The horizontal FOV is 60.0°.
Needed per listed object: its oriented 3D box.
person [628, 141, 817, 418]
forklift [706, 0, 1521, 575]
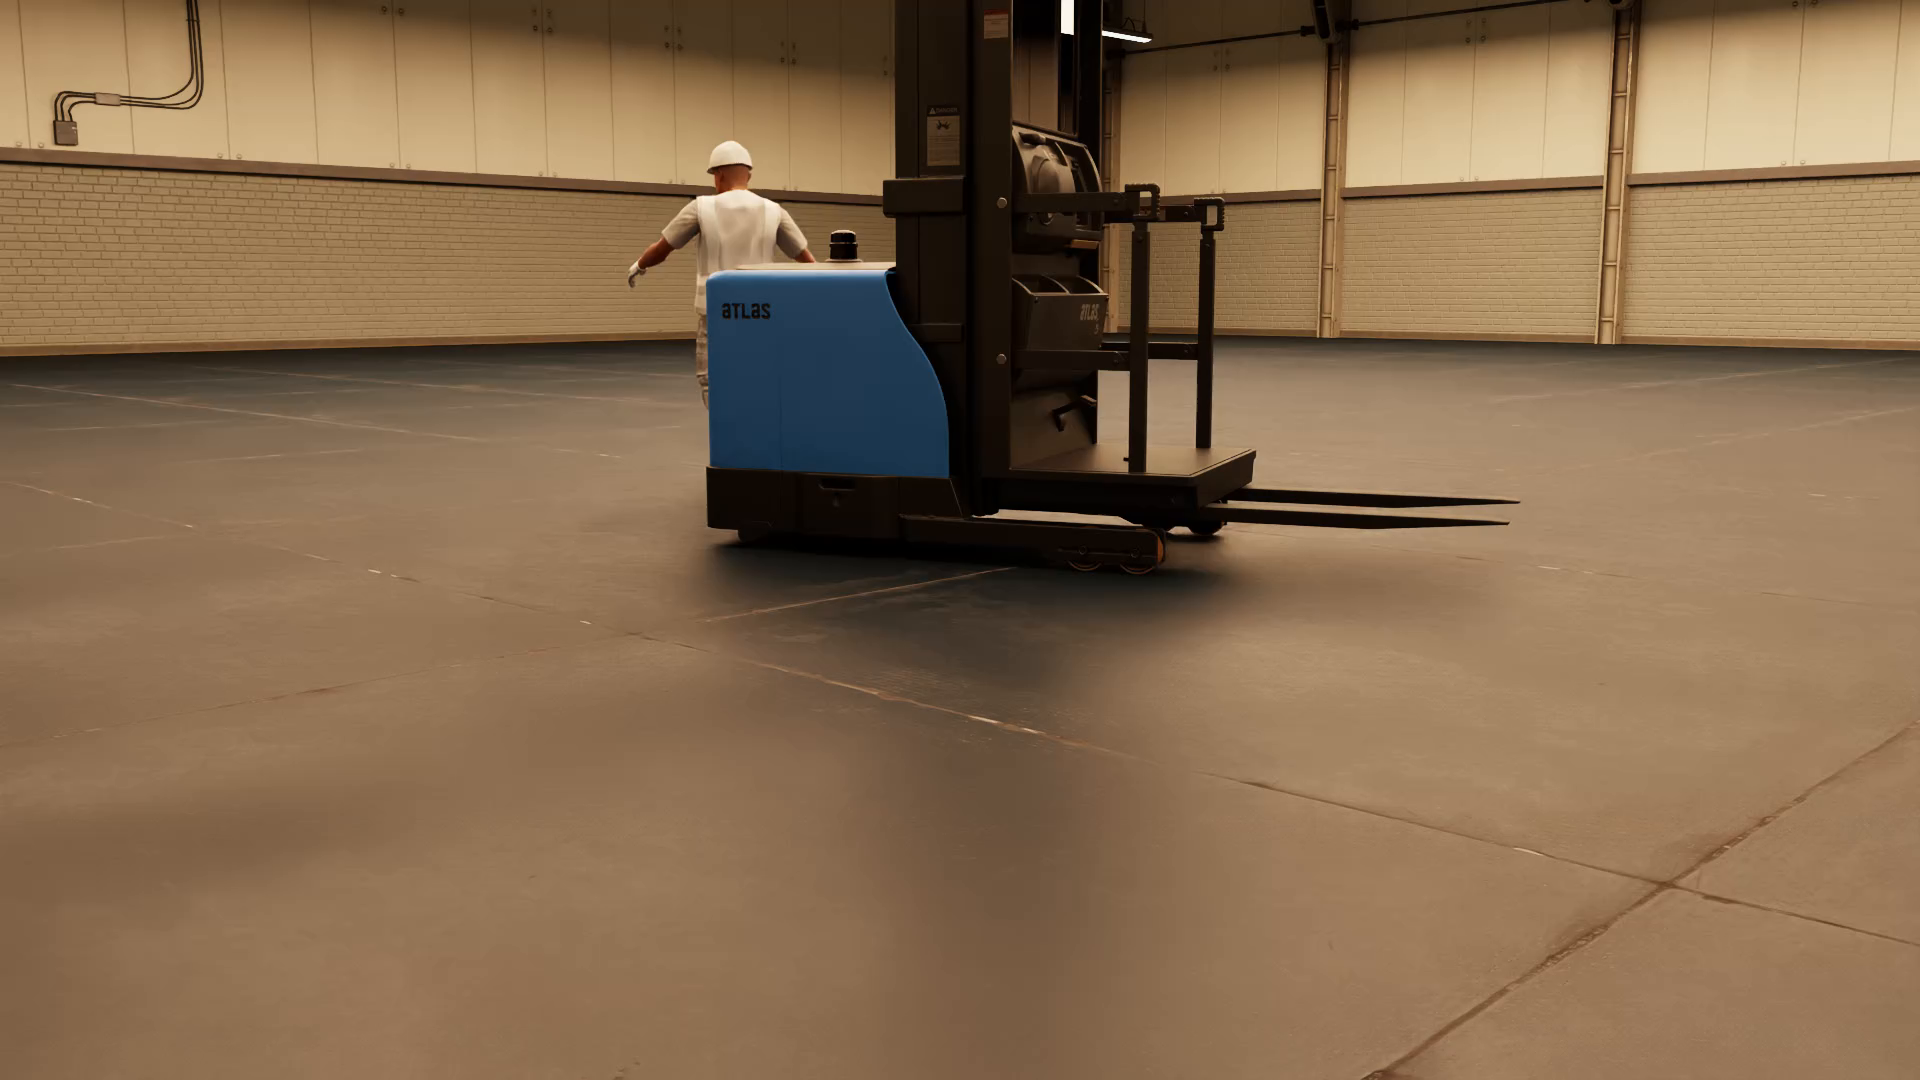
[{"bbox_3d":[-1.155,-1.175,8.671,1.020,1.756,0.754,-4,9,-25],"label":"person"},{"bbox_3d":[0.565,-1.416,6.275,3.031,2.935,1.130,3,9,22],"label":"forklift"}]
